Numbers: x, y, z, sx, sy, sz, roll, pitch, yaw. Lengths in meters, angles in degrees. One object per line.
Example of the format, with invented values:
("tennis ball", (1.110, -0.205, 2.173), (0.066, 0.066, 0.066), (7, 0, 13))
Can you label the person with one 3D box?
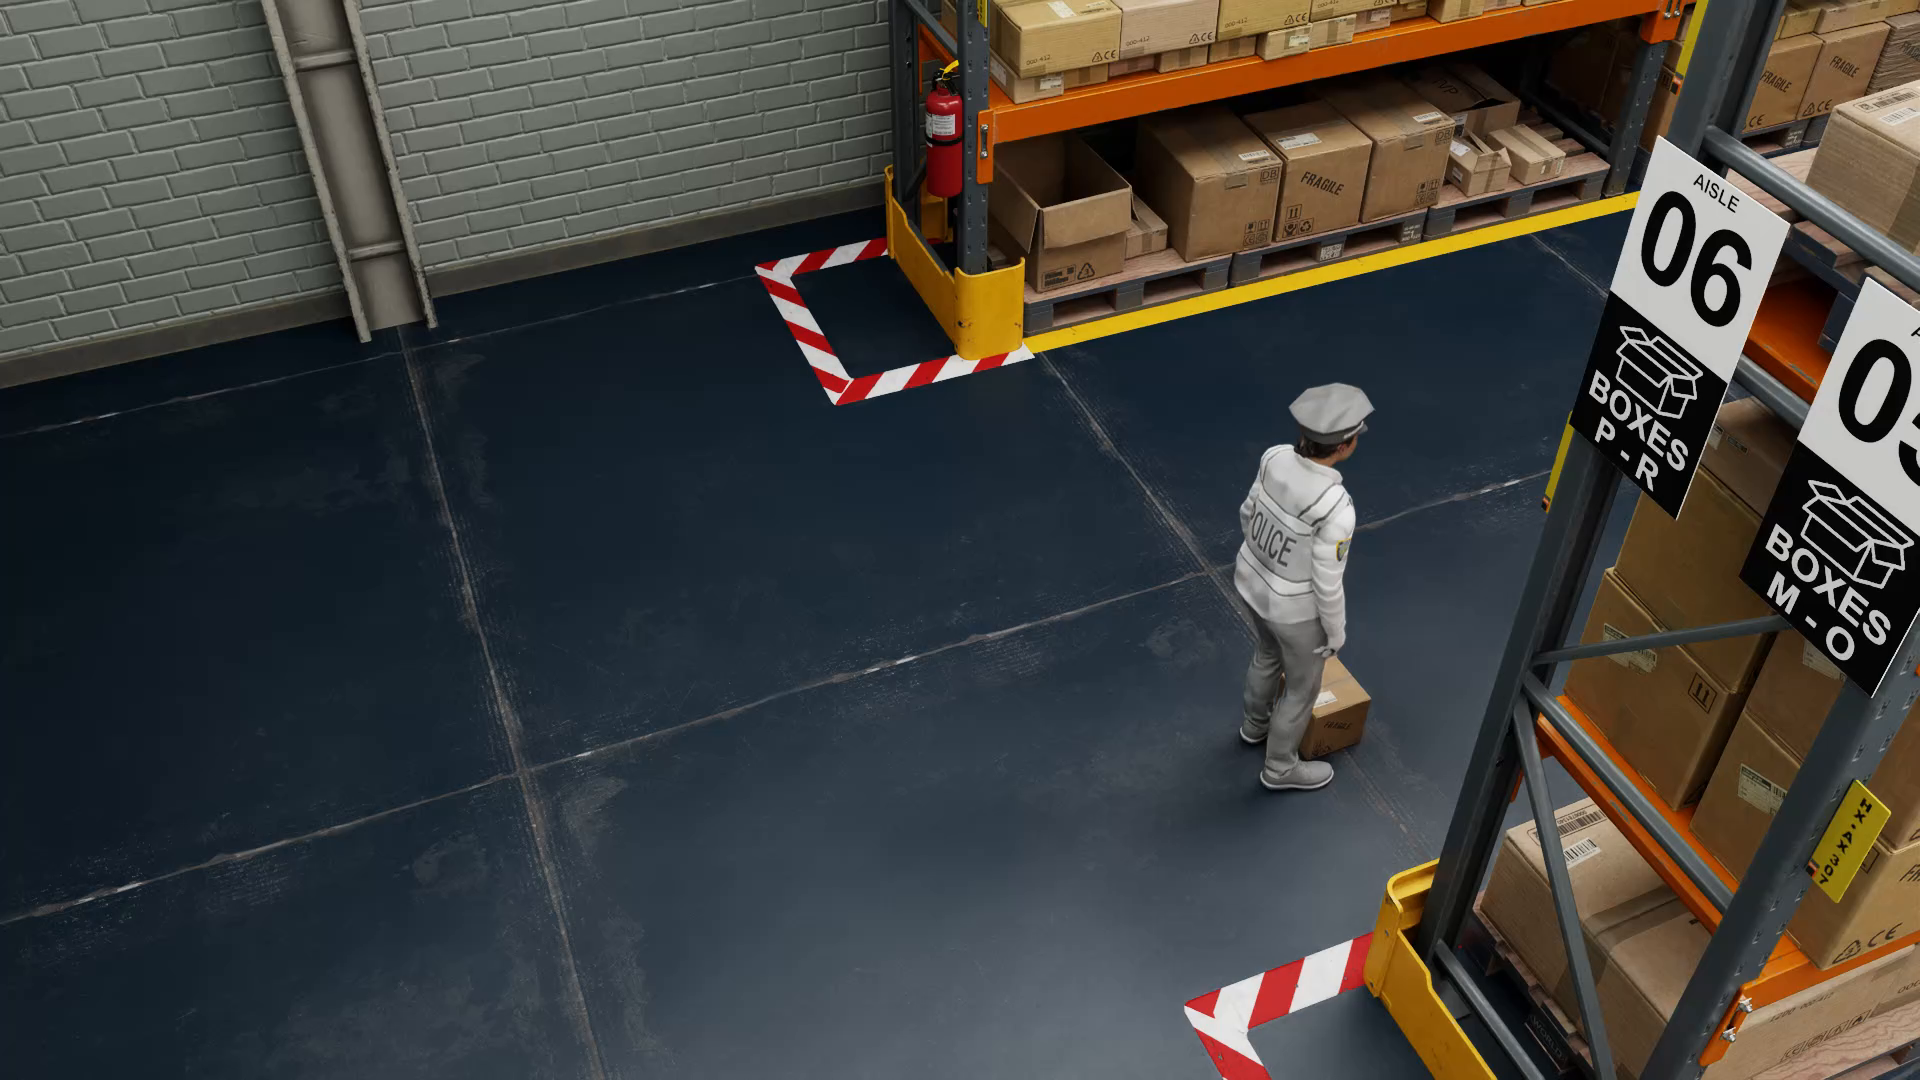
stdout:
("person", (1.203, 0.187, 5.950), (0.415, 1.663, 0.544), (-18, 45, -19))
